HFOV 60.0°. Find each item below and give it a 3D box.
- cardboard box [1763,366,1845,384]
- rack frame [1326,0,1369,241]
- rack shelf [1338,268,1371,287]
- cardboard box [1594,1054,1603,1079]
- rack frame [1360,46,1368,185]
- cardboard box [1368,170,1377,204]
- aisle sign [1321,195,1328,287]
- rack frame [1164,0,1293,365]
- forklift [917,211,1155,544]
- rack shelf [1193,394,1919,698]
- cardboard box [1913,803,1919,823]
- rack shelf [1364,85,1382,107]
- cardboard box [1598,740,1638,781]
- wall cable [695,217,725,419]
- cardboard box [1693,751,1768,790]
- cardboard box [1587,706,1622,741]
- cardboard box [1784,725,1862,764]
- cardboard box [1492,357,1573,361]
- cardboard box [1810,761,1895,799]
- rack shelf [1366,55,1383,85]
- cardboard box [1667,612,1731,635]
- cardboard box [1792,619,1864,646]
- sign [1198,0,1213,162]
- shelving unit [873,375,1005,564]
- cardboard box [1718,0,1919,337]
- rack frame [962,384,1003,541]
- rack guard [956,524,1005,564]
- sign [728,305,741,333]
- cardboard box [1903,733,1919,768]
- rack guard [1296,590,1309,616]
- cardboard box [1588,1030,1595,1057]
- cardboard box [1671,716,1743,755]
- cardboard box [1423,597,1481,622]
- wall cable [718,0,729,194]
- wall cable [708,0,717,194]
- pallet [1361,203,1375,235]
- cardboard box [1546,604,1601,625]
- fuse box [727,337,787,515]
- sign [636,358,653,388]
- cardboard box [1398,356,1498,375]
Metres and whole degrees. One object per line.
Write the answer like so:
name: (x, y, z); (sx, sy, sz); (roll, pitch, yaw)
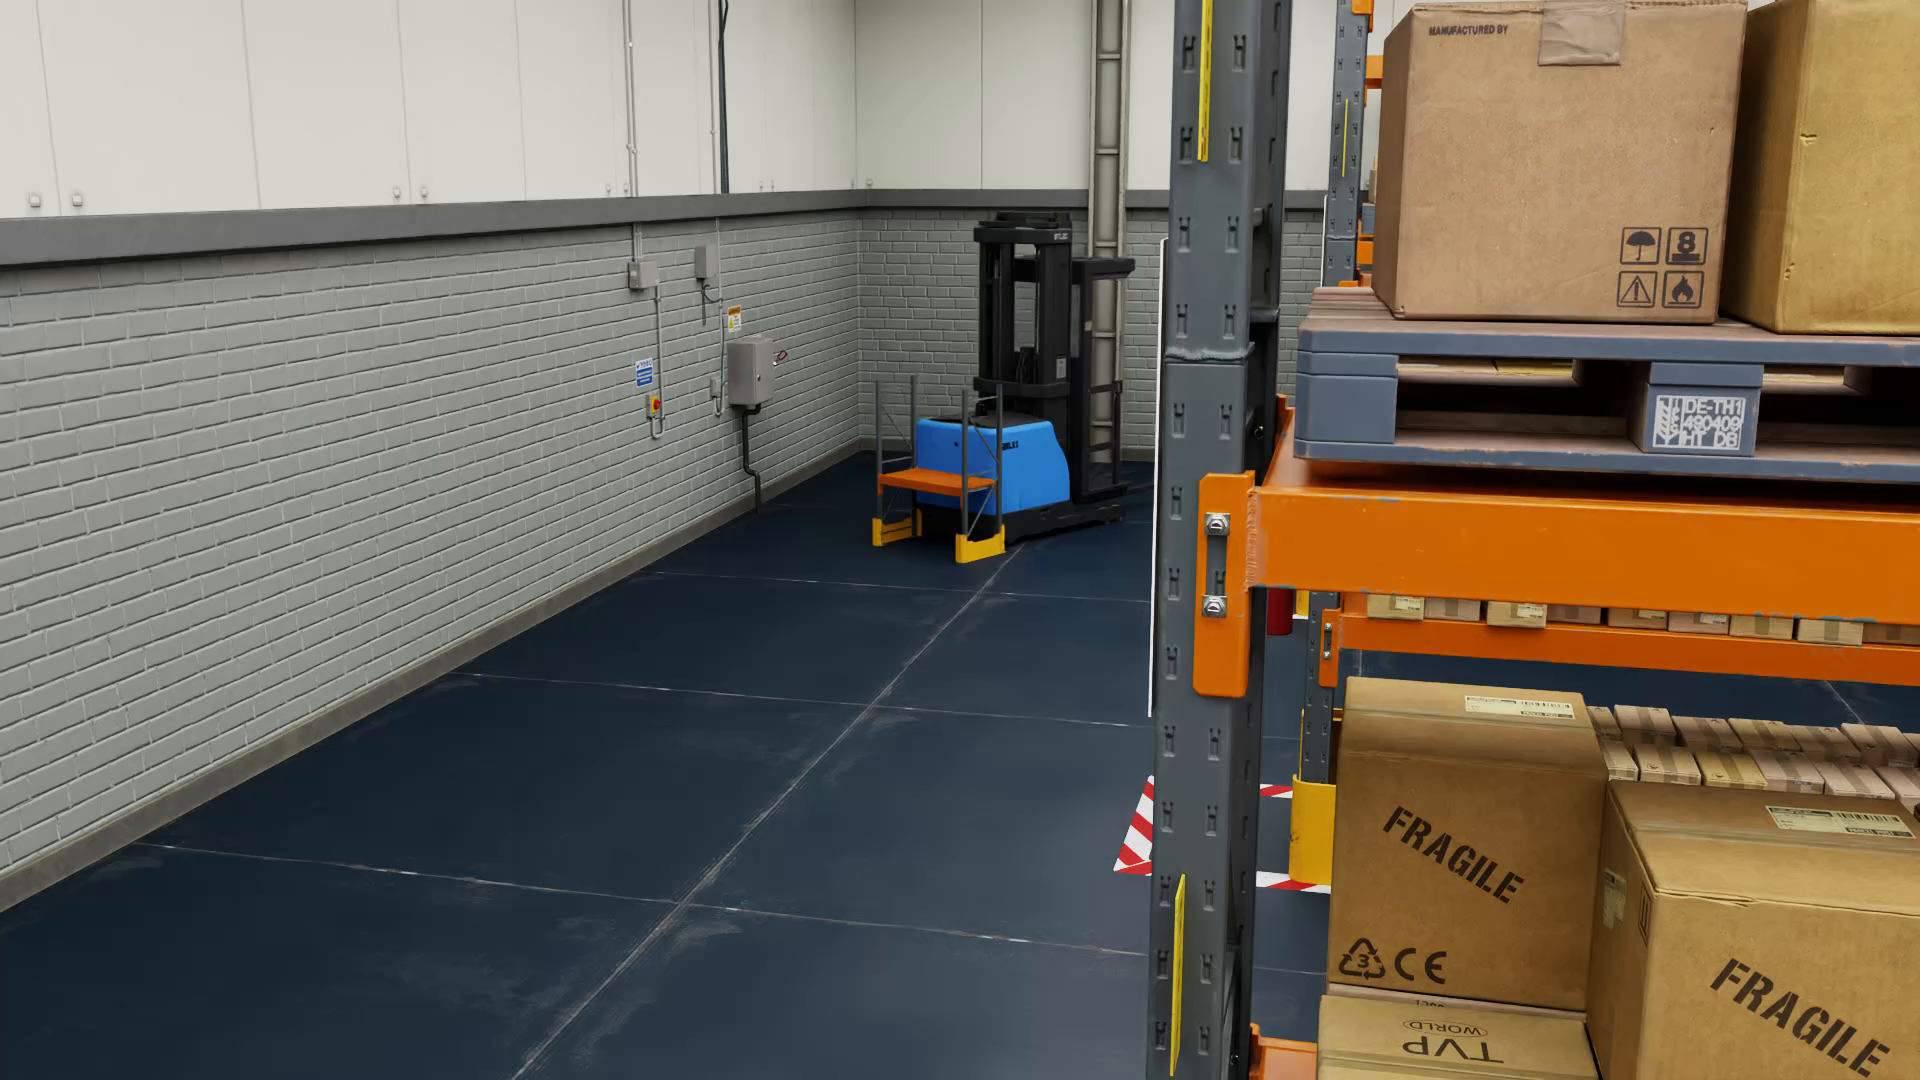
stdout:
cardboard box: (3.652, -0.478, 7.237); (0.500, 0.500, 0.500); (3, 13, 12)
rack frame: (1.793, -2.886, 7.466); (0.127, 3.000, 1.000); (3, 13, 14)
rack shelf: (3.735, -0.967, 7.401); (4.000, 0.370, 1.077); (3, 13, 14)
cardboard box: (1.414, 1.116, 2.939); (0.500, 0.250, 0.500); (3, 13, 13)
rack frame: (4.067, -4.976, 16.887); (0.127, 3.000, 1.000); (3, 13, 14)
cardboard box: (3.340, -2.644, 12.446); (0.500, 0.250, 0.500); (2, 13, 8)
aisle sign: (1.651, -1.167, 7.567); (0.004, 0.787, 0.394); (3, 13, 14)
rack frame: (0.507, -1.848, 2.789); (0.127, 3.000, 1.000); (3, 13, 14)
forklift: (0.961, -1.651, 15.907); (1.130, 2.935, 3.031); (12, 17, 42)
rack shelf: (2.449, 0.071, 2.724); (4.000, 0.370, 1.077); (3, 13, 14)
cardboard box: (1.898, 0.776, 2.741); (0.500, 0.500, 0.500); (3, 13, 12)
rack shelf: (6.009, -4.520, 16.498); (4.000, 0.370, 1.077); (3, 13, 14)
cardboard box: (2.992, 1.062, 7.760); (0.250, 0.149, 0.380); (2, 13, 11)
wall cable: (-2.270, -2.086, 15.365); (0.122, 1.984, 0.588); (3, 13, 14)
cardboard box: (3.503, 1.102, 7.581); (0.250, 0.149, 0.380); (3, 13, 14)
cardboard box: (3.116, 0.952, 8.257); (0.250, 0.149, 0.380); (3, 13, 11)
cardboard box: (4.111, 1.020, 7.951); (0.250, 0.149, 0.380); (3, 13, 11)
cardboard box: (2.789, -0.642, 7.975); (0.500, 0.500, 0.500); (3, 13, 12)
cardboard box: (3.985, 1.131, 7.451); (0.250, 0.149, 0.380); (3, 13, 12)
rack shelf: (4.823, -3.282, 11.835); (4.000, 0.370, 1.077); (3, 13, 14)
cardboard box: (3.309, 0.303, 7.521); (0.250, 0.149, 0.380); (3, 13, 12)
cardboard box: (3.808, 0.341, 7.350); (0.250, 0.149, 0.380); (3, 13, 15)
sign: (0.368, -0.733, 2.486); (0.005, 0.325, 0.100); (3, 13, 14)
shelving unit: (-0.196, -0.651, 14.705); (1.083, 1.500, 0.587); (11, 16, 40)
cardboard box: (1.542, -0.616, 2.730); (0.500, 0.500, 0.700); (3, 13, 11)
rack frame: (0.193, -0.577, 14.372); (0.032, 1.500, 0.500); (11, 16, 40)
rack guard: (0.179, 0.030, 14.520); (0.087, 0.250, 0.587); (11, 16, 40)
sign: (-2.168, -2.128, 15.992); (0.001, 0.242, 0.339); (3, 13, 14)
cardboard box: (4.623, 1.047, 7.829); (0.250, 0.149, 0.380); (3, 13, 12)
rack guard: (2.858, 0.216, 13.108); (0.348, 0.500, 1.175); (3, 13, 14)
cardboard box: (1.533, 1.004, 3.441); (0.500, 0.250, 0.500); (3, 13, 13)
cardboard box: (3.620, 0.991, 8.080); (0.250, 0.149, 0.380); (3, 13, 12)
cardboard box: (2.286, 0.256, 7.736); (0.250, 0.149, 0.380); (4, 13, 16)
wall cable: (-1.822, -4.928, 16.585); (0.133, 3.039, 2.988); (3, 13, 14)
wall cable: (-2.526, -4.326, 13.957); (0.029, 3.000, 2.355); (3, 13, 14)
pallet: (3.604, -2.388, 12.352); (1.213, 0.211, 1.003); (3, 13, 14)
cardboard box: (2.819, 0.265, 7.692); (0.250, 0.149, 0.380); (4, 13, 16)
fuse box: (-1.954, -1.096, 16.225); (0.414, 1.711, 0.539); (3, 13, 14)
sign: (-2.670, -1.416, 14.067); (0.001, 0.218, 0.327); (3, 13, 14)
cardboard box: (2.166, -0.560, 7.608); (0.500, 0.500, 0.500); (3, 13, 13)
